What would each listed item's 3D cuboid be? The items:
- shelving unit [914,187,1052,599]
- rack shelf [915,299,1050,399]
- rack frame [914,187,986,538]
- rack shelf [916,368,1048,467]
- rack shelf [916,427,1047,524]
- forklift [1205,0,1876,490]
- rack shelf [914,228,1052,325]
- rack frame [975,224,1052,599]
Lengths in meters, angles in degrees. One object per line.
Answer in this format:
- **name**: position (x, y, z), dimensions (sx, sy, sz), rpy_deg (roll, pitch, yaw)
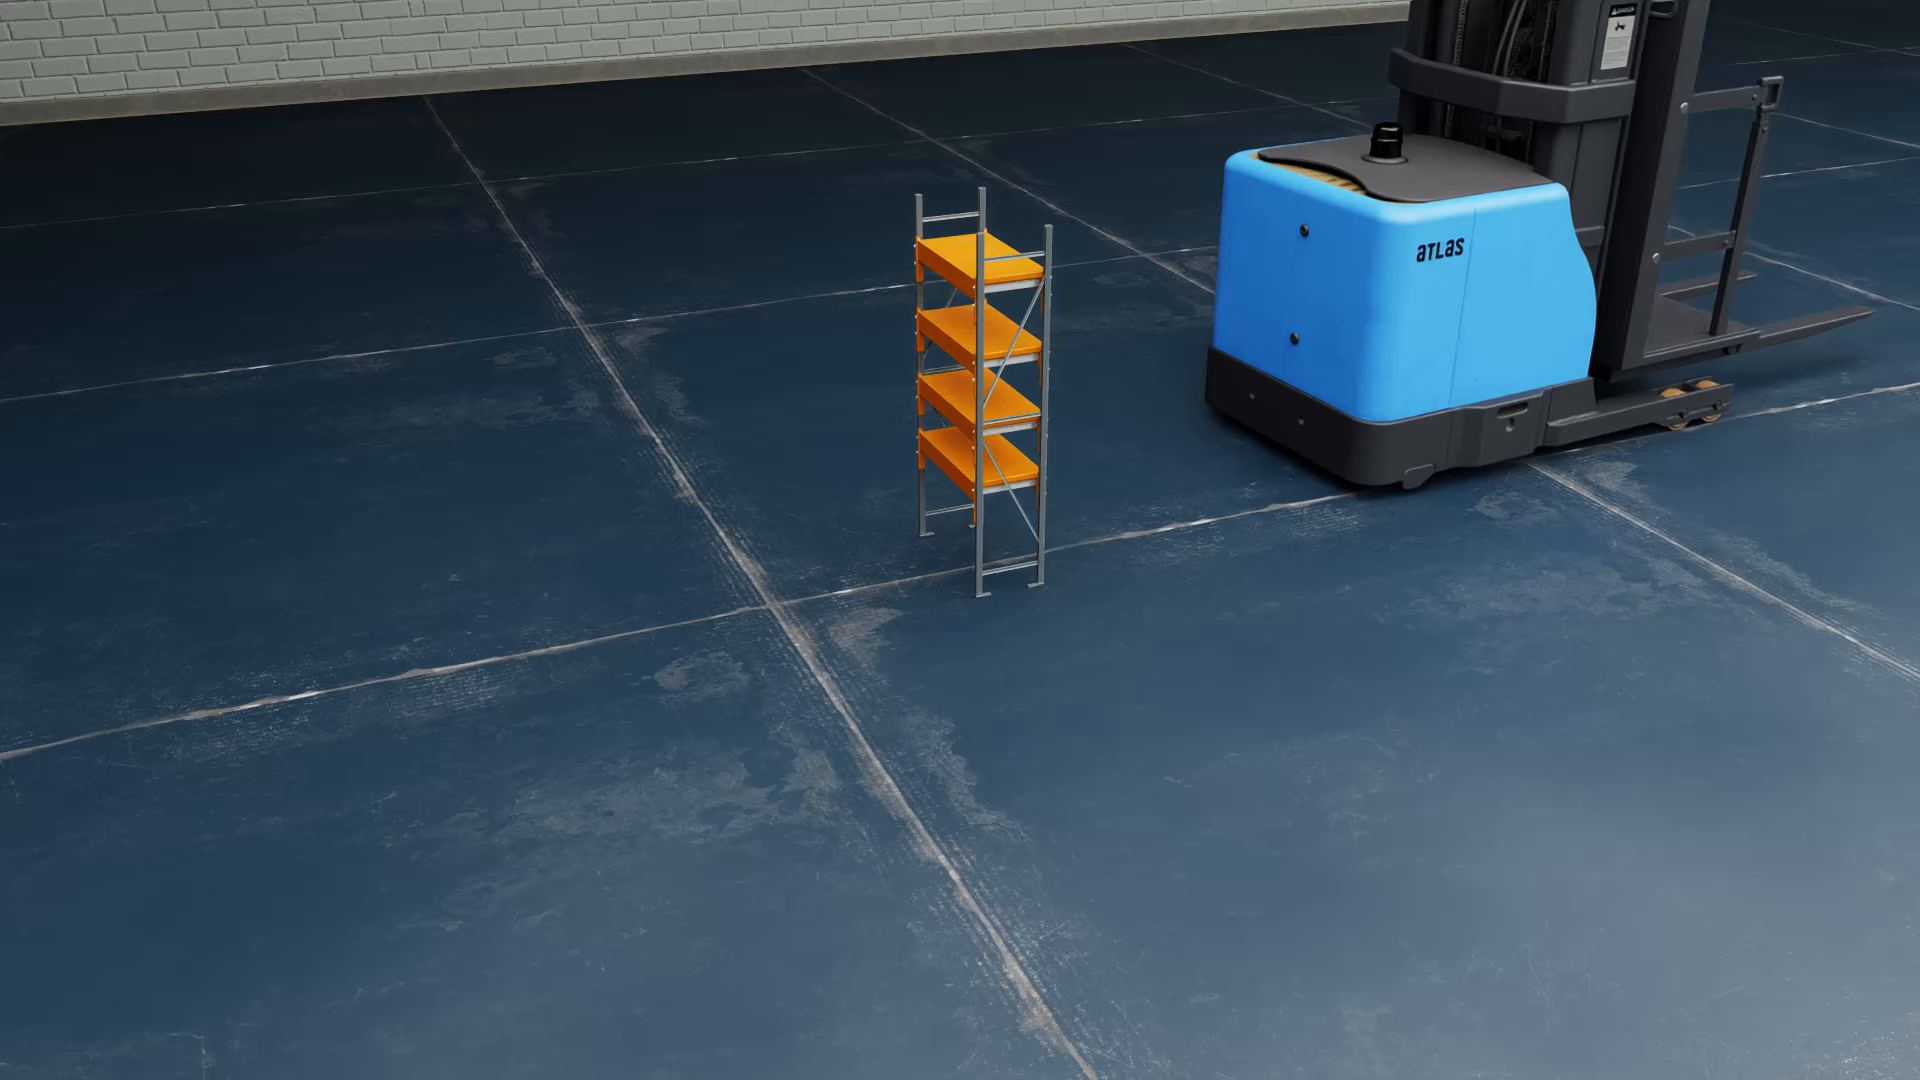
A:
- **shelving unit**: position (0.065, -0.472, 5.350), dimensions (0.258, 1.200, 0.503), rpy_deg (-11, 28, -21)
- **rack shelf**: position (0.065, -0.613, 5.281), dimensions (0.258, 0.148, 0.480), rpy_deg (-11, 28, -21)
- **rack frame**: position (-0.031, -0.571, 5.552), dimensions (0.240, 1.200, 0.015), rpy_deg (-11, 28, -21)
- **rack shelf**: position (0.065, -0.412, 5.379), dimensions (0.258, 0.148, 0.480), rpy_deg (-11, 28, -21)
- **rack shelf**: position (0.065, -0.233, 5.467), dimensions (0.258, 0.148, 0.480), rpy_deg (-11, 28, -21)
- **forklift**: position (2.538, -1.945, 6.393), dimensions (3.031, 2.935, 1.130), rpy_deg (-13, 29, -25)
- **rack shelf**: position (0.065, -0.825, 5.177), dimensions (0.258, 0.148, 0.480), rpy_deg (-11, 28, -21)
- **rack frame**: position (0.160, -0.374, 5.148), dimensions (0.240, 1.200, 0.015), rpy_deg (-11, 28, -21)
